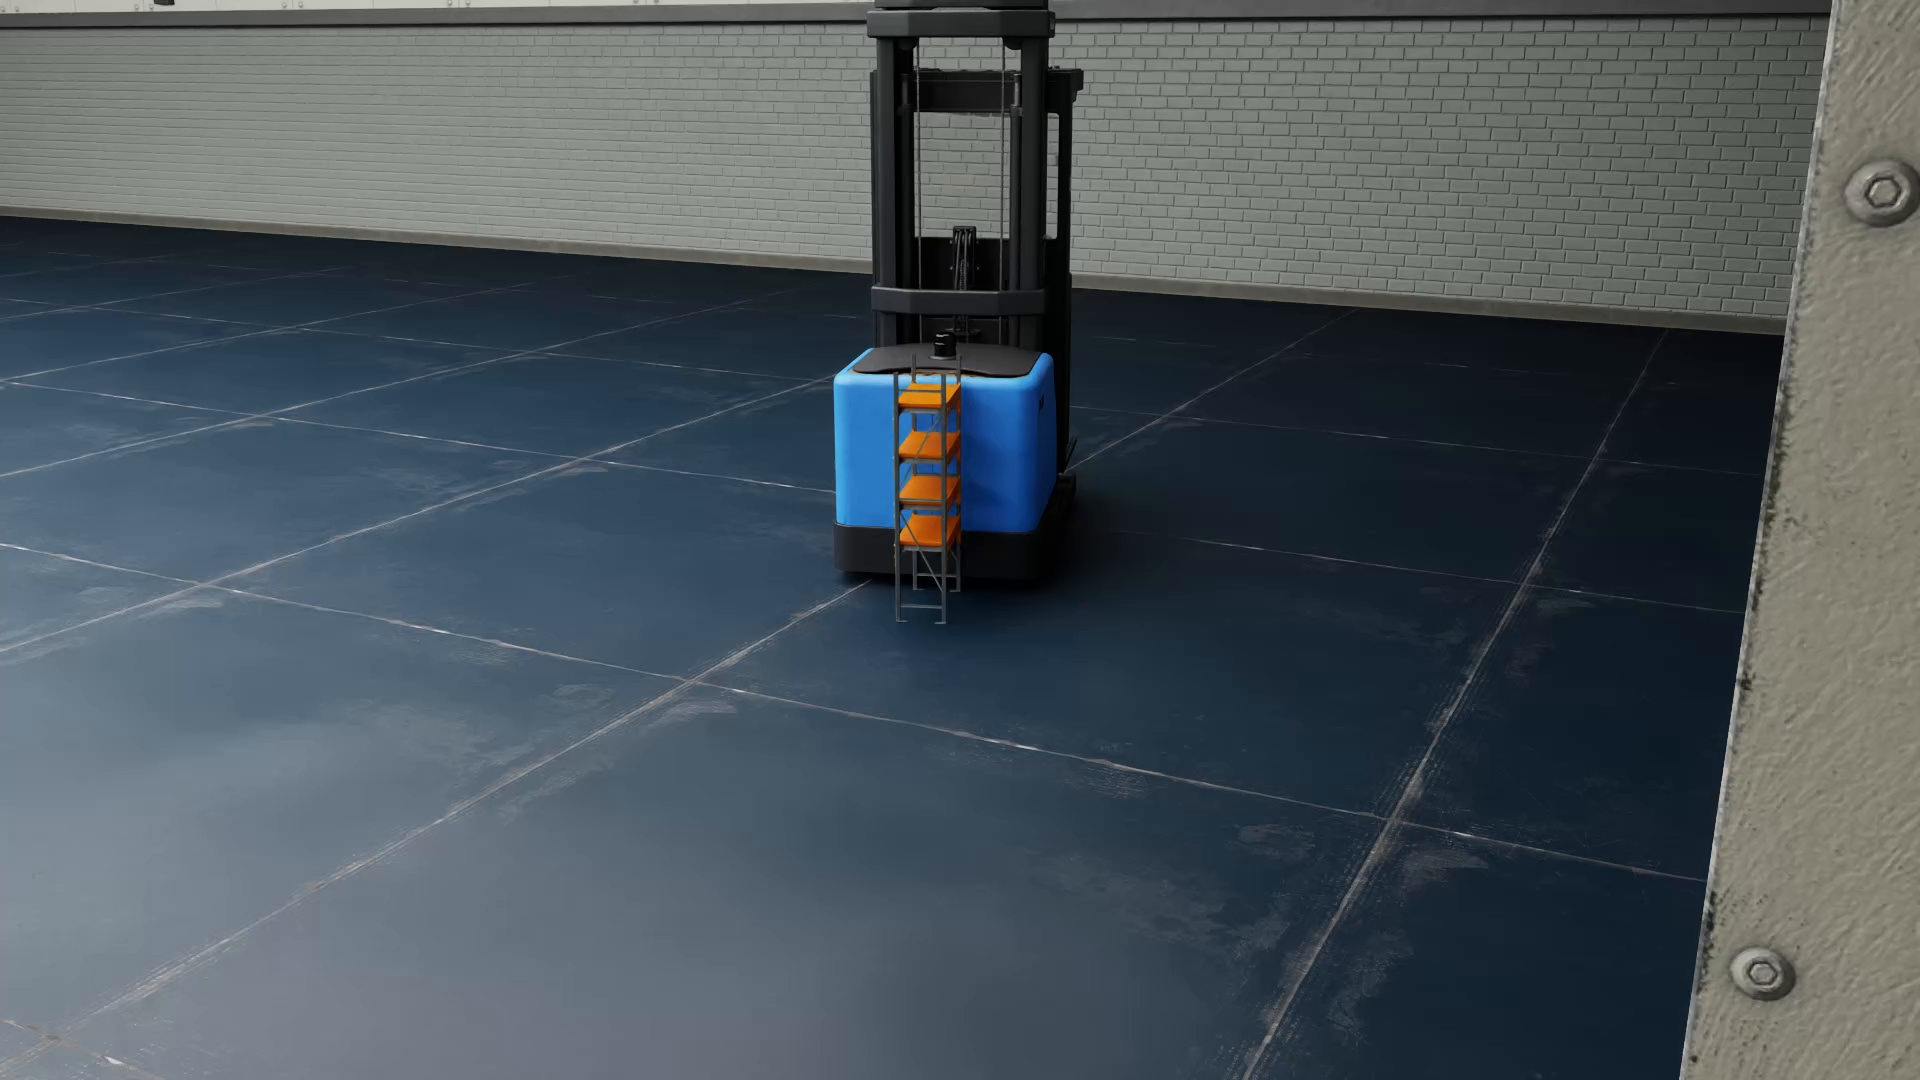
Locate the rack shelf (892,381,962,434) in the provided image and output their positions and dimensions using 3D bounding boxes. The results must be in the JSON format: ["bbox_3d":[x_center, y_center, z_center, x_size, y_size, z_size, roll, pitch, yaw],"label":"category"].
[{"bbox_3d":[-0.149,-0.627,7.826,0.258,0.148,0.480,2,17,8],"label":"rack shelf"}]

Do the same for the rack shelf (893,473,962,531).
[{"bbox_3d":[-0.149,-0.186,7.957,0.258,0.148,0.480,2,17,8],"label":"rack shelf"}]

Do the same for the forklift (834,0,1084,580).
[{"bbox_3d":[0.098,-1.582,9.382,1.130,2.935,3.031,3,17,9],"label":"forklift"}]

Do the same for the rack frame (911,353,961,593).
[{"bbox_3d":[-0.116,-0.319,8.170,0.240,1.200,0.015,2,17,8],"label":"rack frame"}]

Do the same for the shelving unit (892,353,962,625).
[{"bbox_3d":[-0.149,-0.250,7.938,0.258,1.200,0.503,2,17,8],"label":"shelving unit"}]

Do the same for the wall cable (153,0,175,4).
[{"bbox_3d":[-10.593,-10.475,22.691,2.305,6.003,0.169,8,18,25],"label":"wall cable"}]

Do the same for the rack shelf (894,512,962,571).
[{"bbox_3d":[-0.149,0.004,8.014,0.258,0.148,0.480,2,17,8],"label":"rack shelf"}]

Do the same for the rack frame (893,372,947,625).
[{"bbox_3d":[-0.183,-0.182,7.706,0.240,1.200,0.015,2,17,8],"label":"rack frame"}]

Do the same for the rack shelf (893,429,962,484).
[{"bbox_3d":[-0.149,-0.400,7.893,0.258,0.148,0.480,2,17,8],"label":"rack shelf"}]
